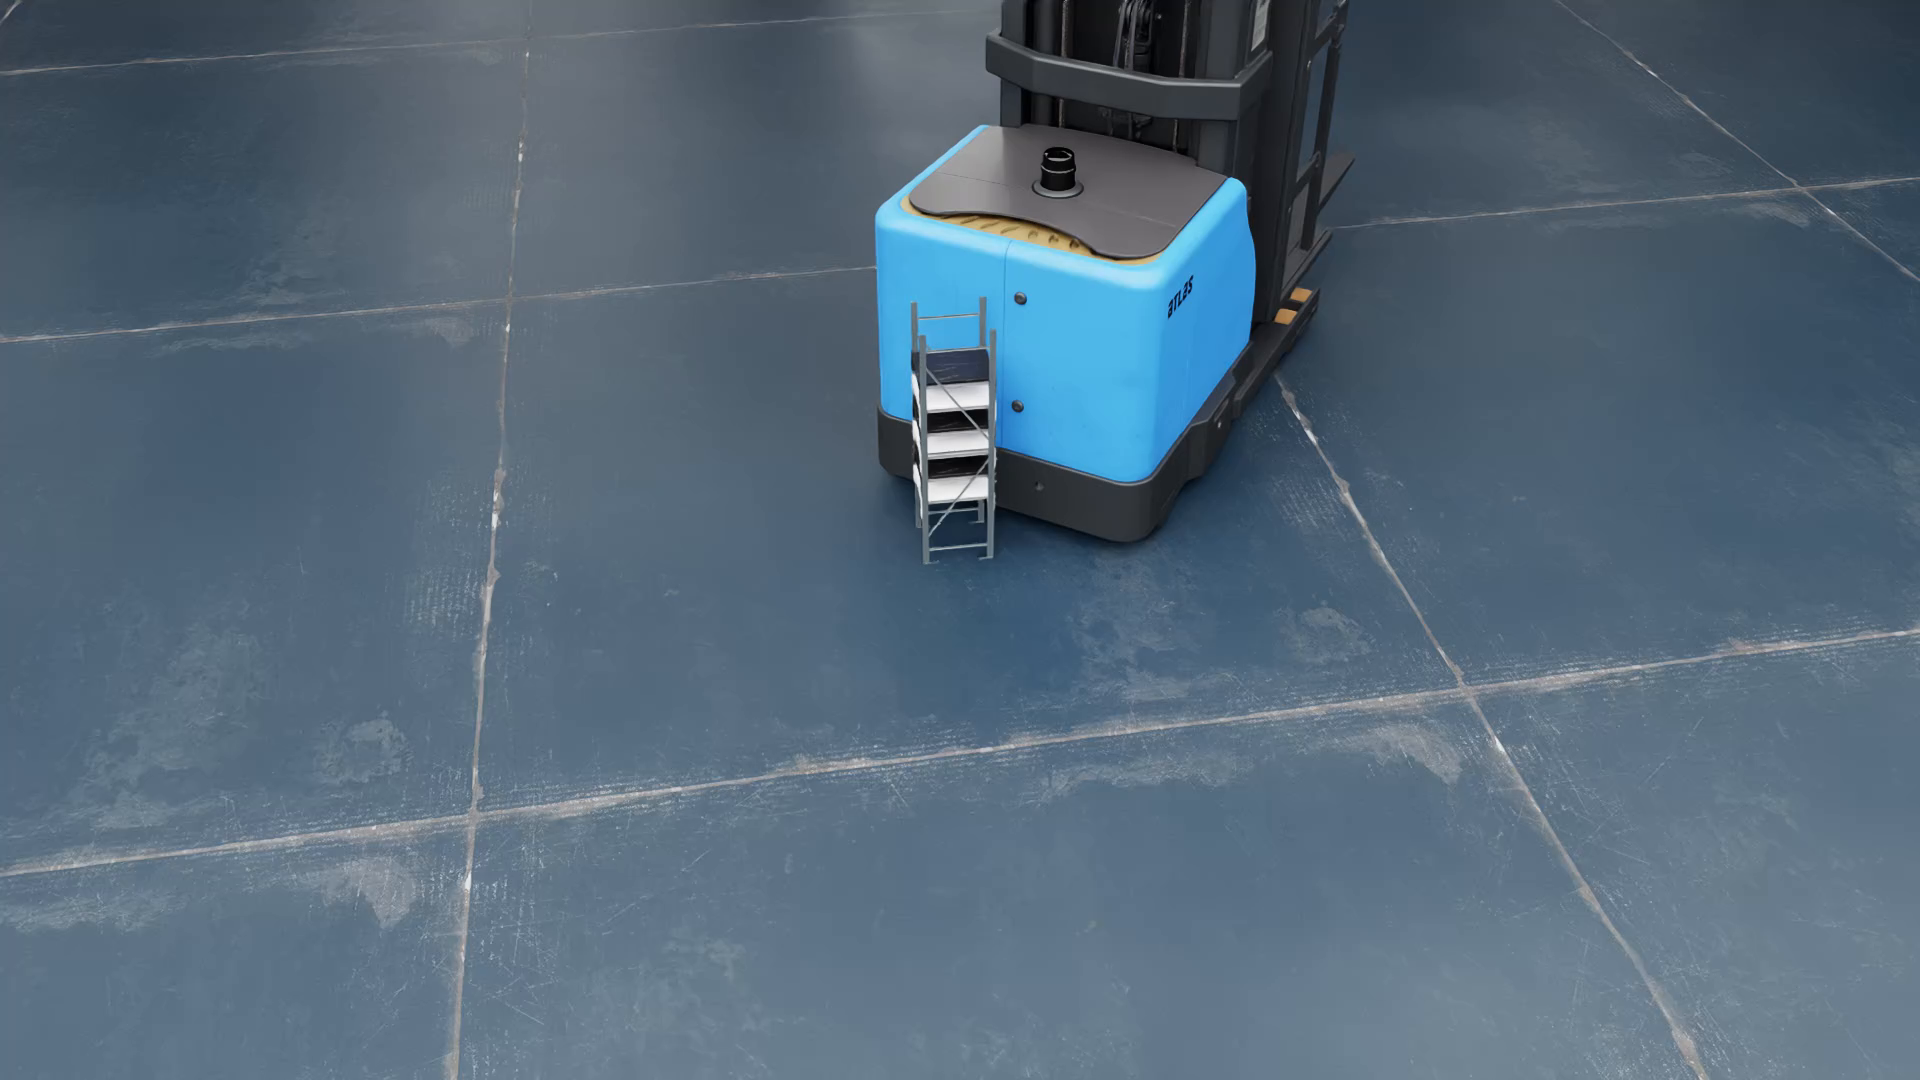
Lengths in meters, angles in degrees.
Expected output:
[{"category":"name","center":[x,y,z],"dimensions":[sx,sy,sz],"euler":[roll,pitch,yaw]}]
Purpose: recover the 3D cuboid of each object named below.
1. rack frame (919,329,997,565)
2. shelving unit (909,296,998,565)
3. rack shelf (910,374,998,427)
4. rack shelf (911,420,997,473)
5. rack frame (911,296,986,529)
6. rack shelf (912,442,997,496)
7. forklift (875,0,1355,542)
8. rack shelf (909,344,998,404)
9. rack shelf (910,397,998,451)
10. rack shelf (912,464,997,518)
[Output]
[{"category":"rack frame","center":[-0.006,-0.283,5.380],"dimensions":[0.240,0.900,0.006],"euler":[-5,38,-7]},{"category":"shelving unit","center":[-0.021,-0.345,5.459],"dimensions":[0.258,0.900,0.210],"euler":[-5,38,-7]},{"category":"rack shelf","center":[-0.021,-0.460,5.369],"dimensions":[0.258,0.077,0.200],"euler":[-5,38,-7]},{"category":"rack shelf","center":[-0.021,-0.318,5.480],"dimensions":[0.258,0.077,0.200],"euler":[-5,38,-7]},{"category":"rack frame","center":[-0.035,-0.406,5.539],"dimensions":[0.240,0.900,0.006],"euler":[-5,38,-7]},{"category":"rack shelf","center":[-0.021,-0.247,5.535],"dimensions":[0.258,0.077,0.200],"euler":[-5,38,-7]},{"category":"forklift","center":[0.831,-2.042,5.990],"dimensions":[1.130,2.935,3.031],"euler":[18,41,21]},{"category":"rack shelf","center":[-0.021,-0.531,5.314],"dimensions":[0.258,0.077,0.200],"euler":[-5,38,-7]},{"category":"rack shelf","center":[-0.021,-0.389,5.425],"dimensions":[0.258,0.077,0.200],"euler":[-5,38,-7]},{"category":"rack shelf","center":[-0.021,-0.176,5.590],"dimensions":[0.258,0.077,0.200],"euler":[-5,38,-7]}]
